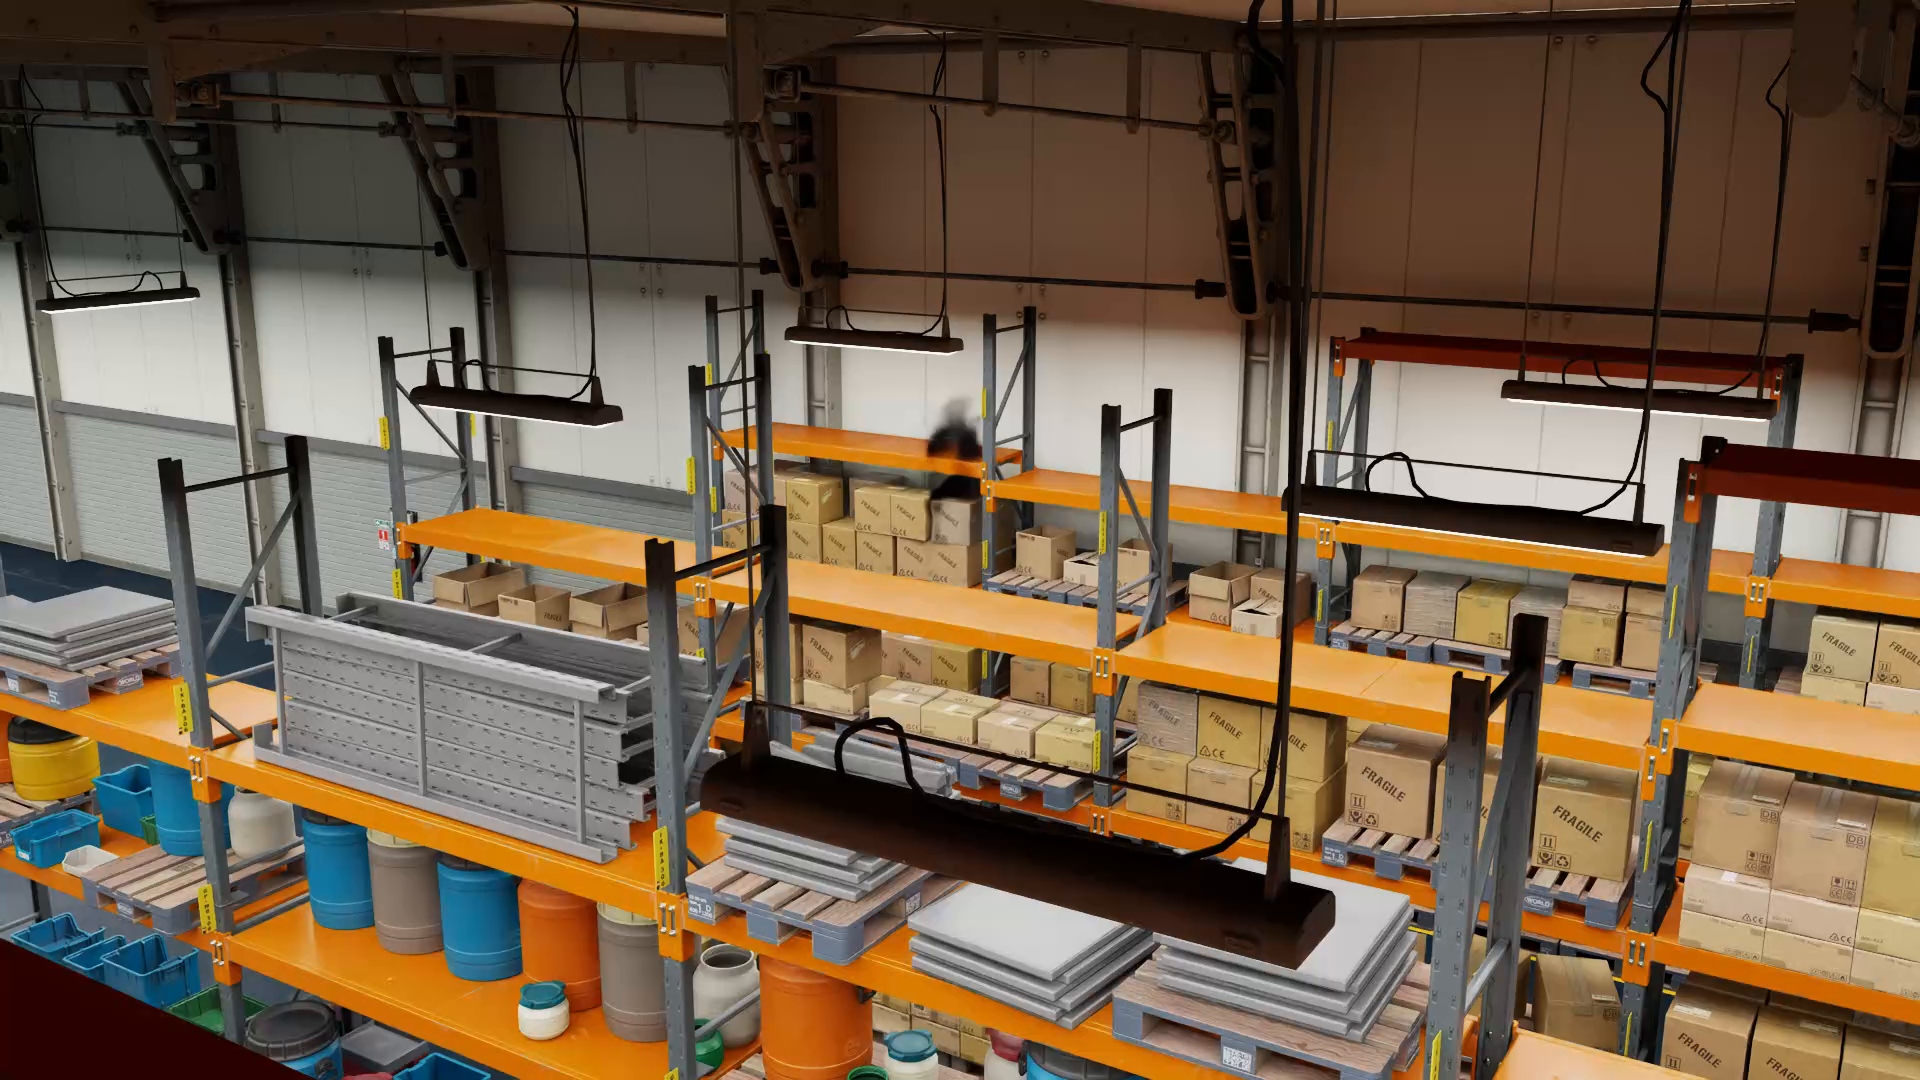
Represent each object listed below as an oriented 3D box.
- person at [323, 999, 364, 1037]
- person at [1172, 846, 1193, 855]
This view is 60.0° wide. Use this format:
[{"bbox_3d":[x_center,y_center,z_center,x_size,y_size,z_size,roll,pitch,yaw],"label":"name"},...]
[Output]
[{"bbox_3d":[-5.112,3.965,13.908,0.831,1.591,0.539,6,15,24],"label":"person"},{"bbox_3d":[1.949,3.571,15.334,0.528,1.653,0.589,9,17,33],"label":"person"}]
